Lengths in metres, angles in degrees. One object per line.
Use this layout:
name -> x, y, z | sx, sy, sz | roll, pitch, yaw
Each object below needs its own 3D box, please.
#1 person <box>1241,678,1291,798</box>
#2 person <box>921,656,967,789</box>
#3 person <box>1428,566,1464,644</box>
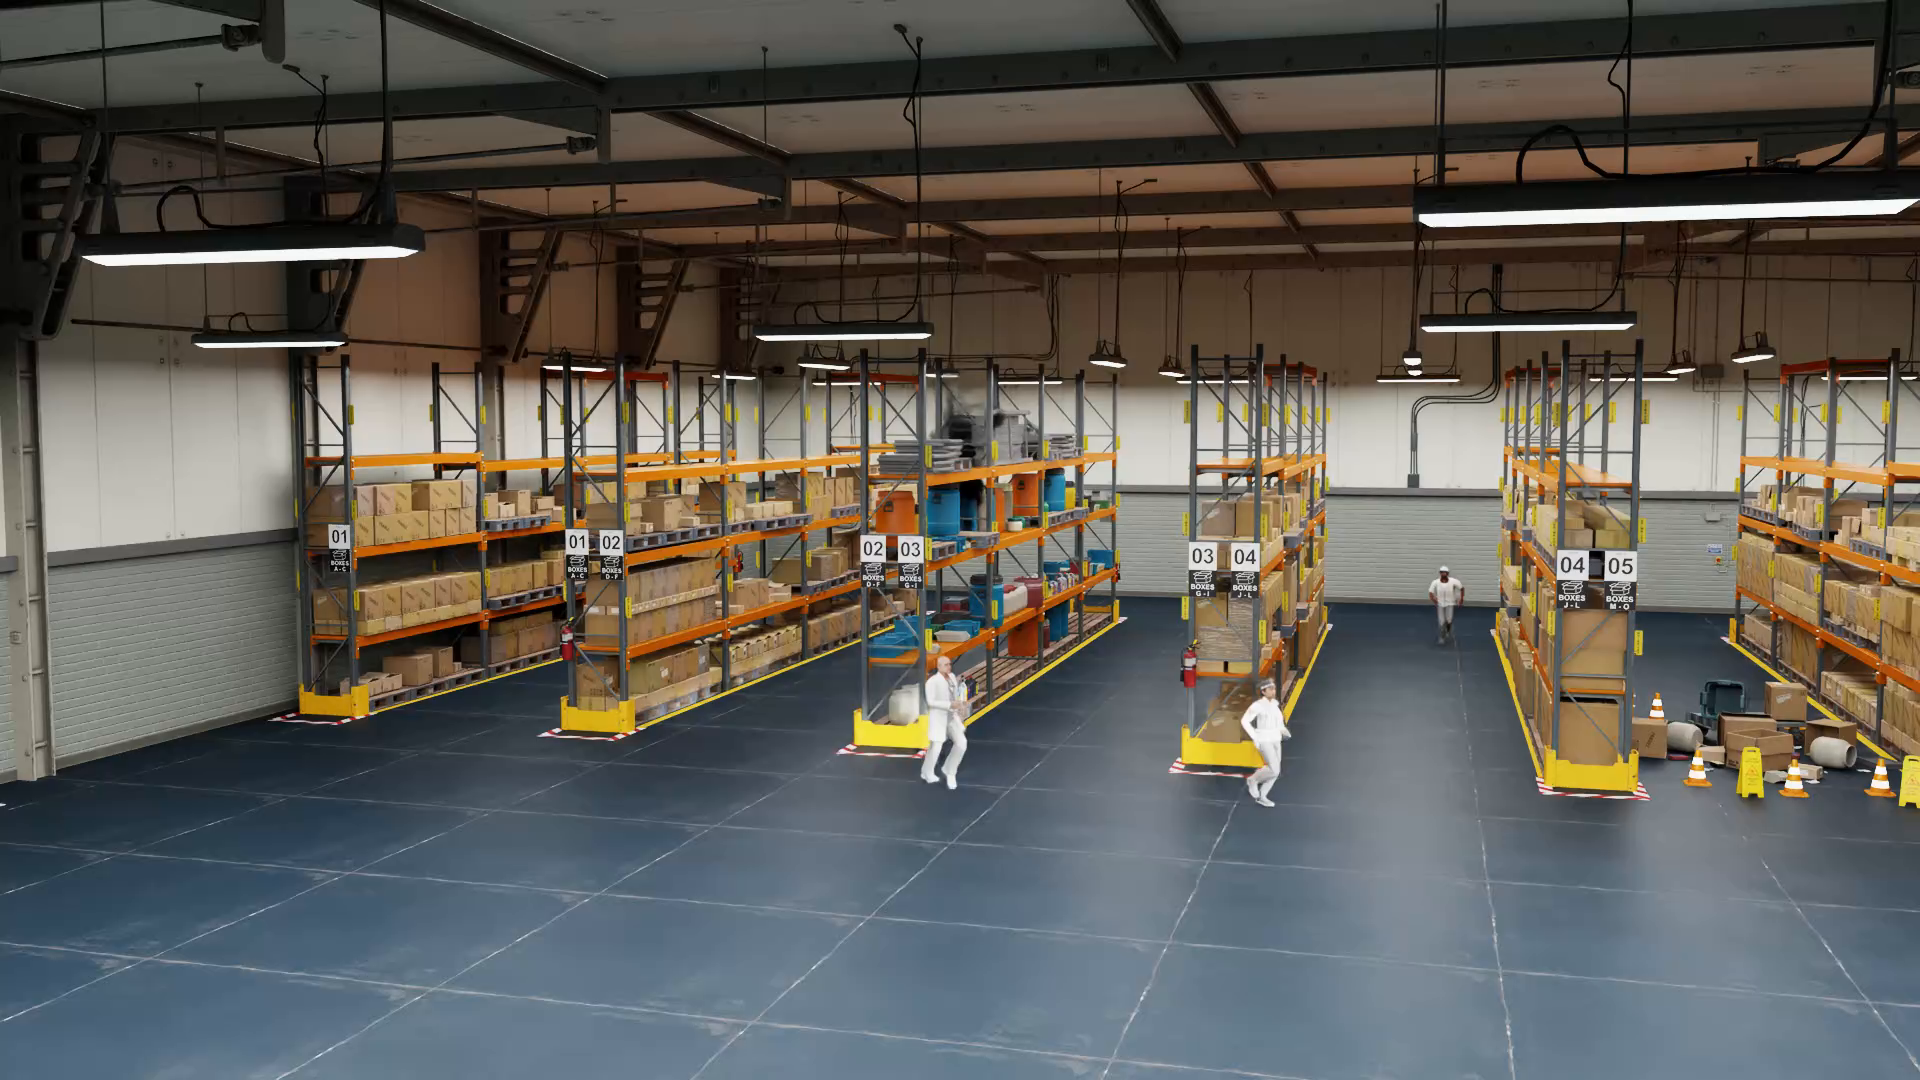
person -> 3.970, 2.555, 21.239 | 0.617, 1.585, 0.514 | -4, 6, -39
person -> -0.210, 2.451, 22.316 | 0.668, 1.807, 0.878 | -4, 6, -40
person -> 10.571, 1.430, 36.193 | 0.741, 1.715, 0.647 | 2, 5, 20
